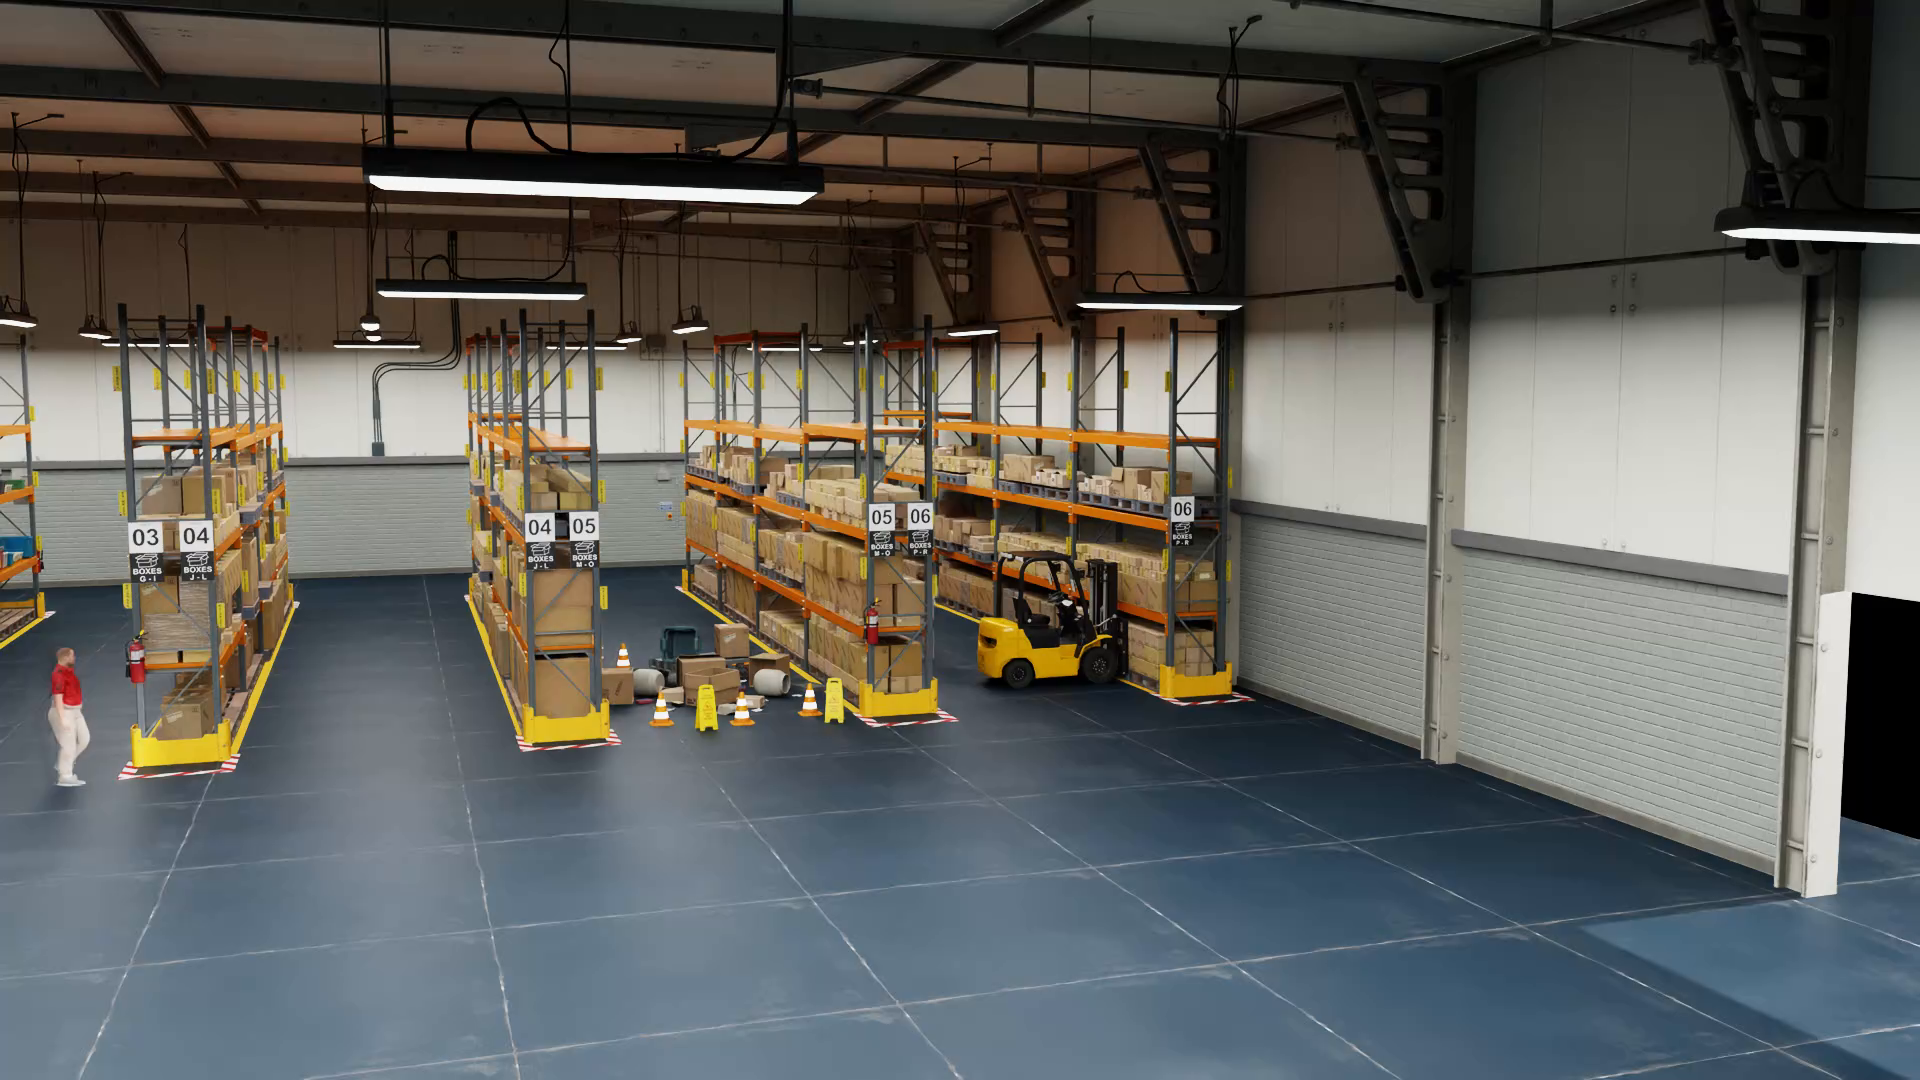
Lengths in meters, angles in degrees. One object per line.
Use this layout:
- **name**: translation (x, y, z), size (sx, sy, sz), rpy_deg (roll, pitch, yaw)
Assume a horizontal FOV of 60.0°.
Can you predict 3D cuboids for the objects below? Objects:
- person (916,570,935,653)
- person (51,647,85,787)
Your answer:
- **person**: translation (-0.687, 1.294, 30.264), size (0.428, 1.473, 0.742), rpy_deg (-2, 6, -18)
- **person**: translation (-11.159, 2.191, 20.699), size (0.497, 1.727, 0.610), rpy_deg (0, 5, -5)
